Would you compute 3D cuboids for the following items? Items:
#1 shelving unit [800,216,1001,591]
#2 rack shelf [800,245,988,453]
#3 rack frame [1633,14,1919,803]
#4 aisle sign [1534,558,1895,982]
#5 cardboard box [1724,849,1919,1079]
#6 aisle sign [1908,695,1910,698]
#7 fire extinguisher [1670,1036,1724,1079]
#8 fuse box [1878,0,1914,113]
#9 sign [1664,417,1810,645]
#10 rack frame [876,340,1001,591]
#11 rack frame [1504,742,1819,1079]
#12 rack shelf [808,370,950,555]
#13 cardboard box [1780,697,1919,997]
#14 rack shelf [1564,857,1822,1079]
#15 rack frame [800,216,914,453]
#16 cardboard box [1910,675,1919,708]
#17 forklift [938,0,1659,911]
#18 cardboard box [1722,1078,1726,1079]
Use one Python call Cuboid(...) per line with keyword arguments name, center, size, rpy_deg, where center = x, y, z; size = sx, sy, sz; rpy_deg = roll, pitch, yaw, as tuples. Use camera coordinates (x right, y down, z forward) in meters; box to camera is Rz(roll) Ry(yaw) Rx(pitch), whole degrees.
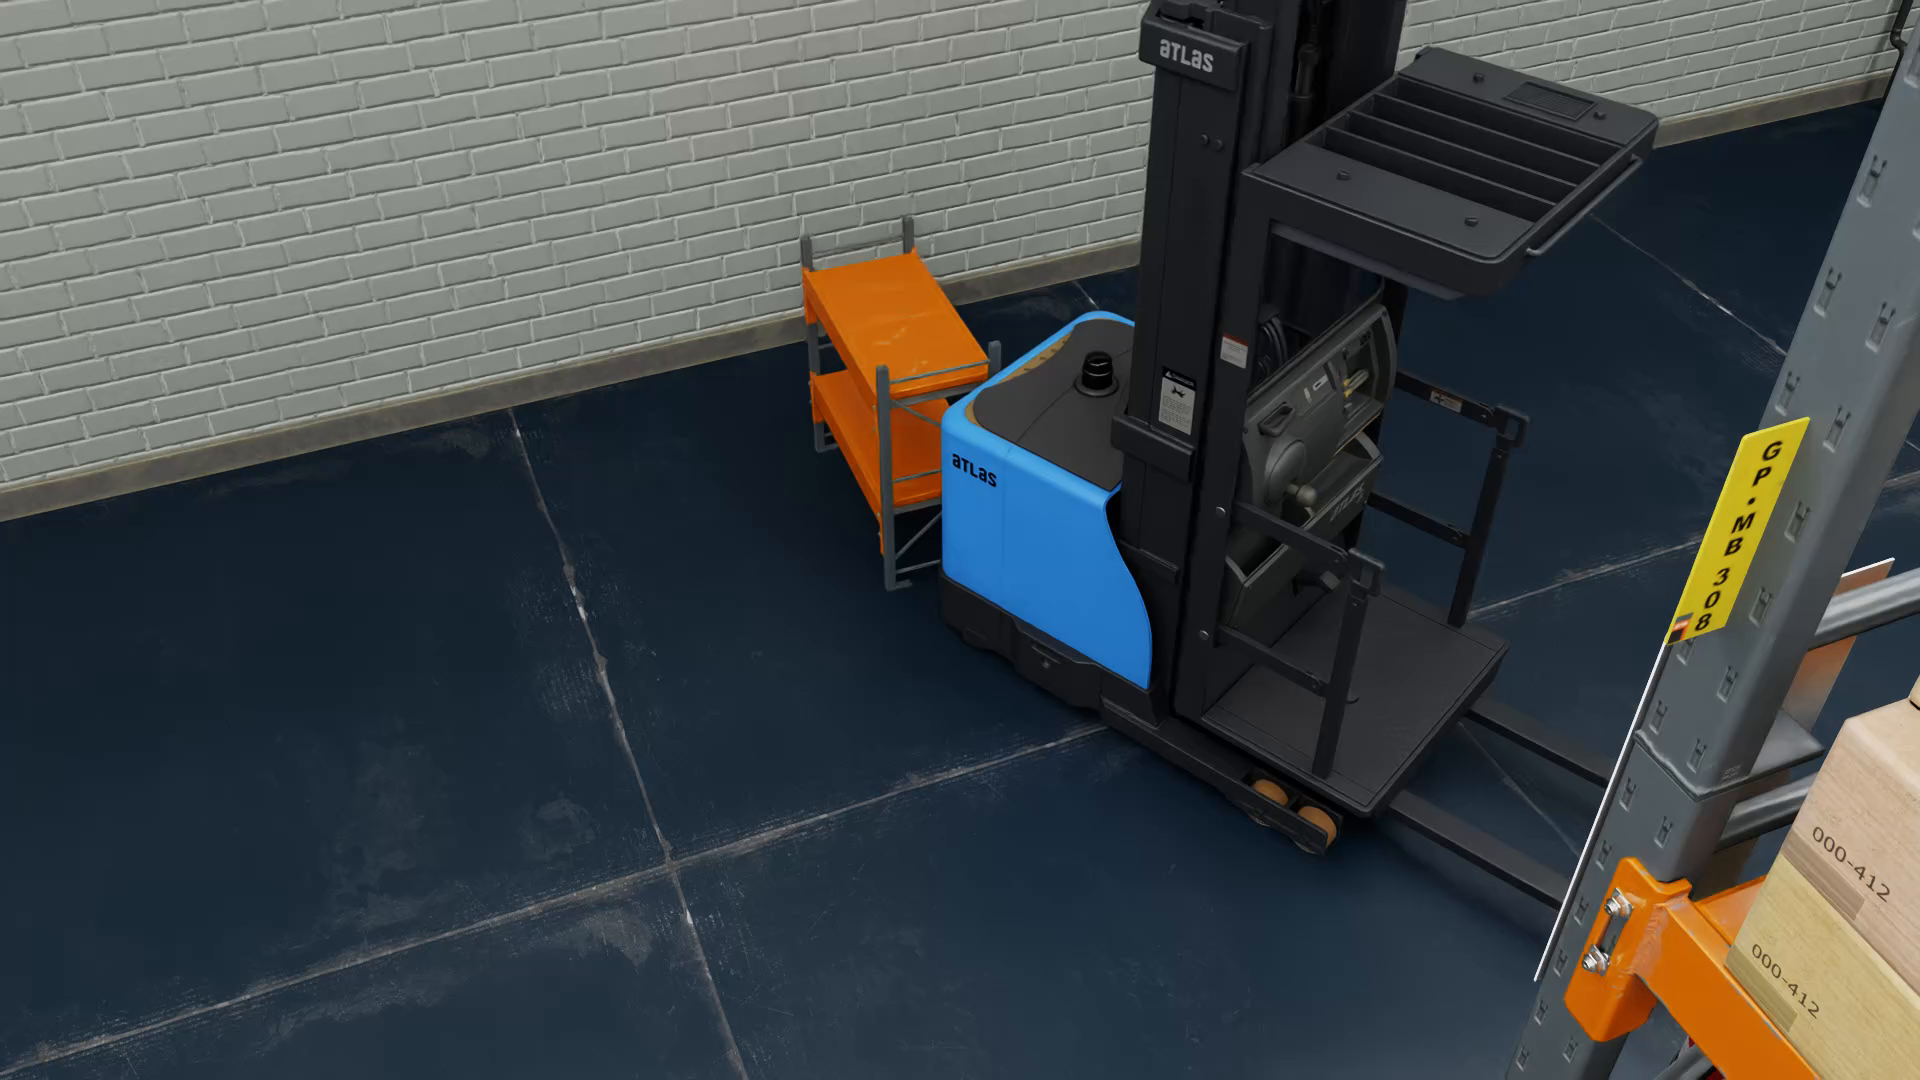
Cuboid(name="shelving unit", center=(-0.258, -0.589, 7.072), size=(0.538, 1.125, 1.048), rpy_deg=(-14, 43, -15))
Cuboid(name="rack shelf", center=(-0.258, -0.810, 6.881), size=(0.538, 0.278, 1.000), rpy_deg=(-14, 43, -15))
Cuboid(name="rack frame", center=(1.427, -0.946, 1.449), size=(1.000, 3.000, 0.127), rpy_deg=(-15, 43, -17))
Cuboid(name="aisle sign", center=(1.122, 0.374, 2.521), size=(0.394, 0.787, 0.004), rpy_deg=(-15, 43, -17))
Cuboid(name="cardboard box", center=(1.363, 0.582, 2.087), size=(0.500, 0.250, 0.500), rpy_deg=(-14, 43, -15))
Cuboid(name="aisle sign", center=(1.676, 0.224, 2.695), size=(0.394, 0.787, 0.004), rpy_deg=(-15, 43, -17))
Cuboid(name="fire extinguisher", center=(1.757, 1.232, 3.862), size=(0.296, 0.674, 0.183), rpy_deg=(-15, 43, -17))
Cuboid(name="fuse box", center=(5.779, -3.306, 9.782), size=(0.539, 1.711, 0.414), rpy_deg=(-15, 43, -17))
Cuboid(name="sign", center=(0.926, -0.005, 1.984), size=(0.100, 0.325, 0.005), rpy_deg=(-15, 43, -17))
Cuboid(name="rack frame", center=(-0.080, -0.278, 6.711), size=(0.500, 1.125, 0.032), rpy_deg=(-14, 43, -15))
Cuboid(name="rack frame", center=(1.427, 1.328, 3.405), size=(1.000, 3.000, 0.127), rpy_deg=(-15, 43, -17))
Cuboid(name="rack shelf", center=(-0.258, -0.403, 7.231), size=(0.538, 0.278, 1.000), rpy_deg=(-14, 43, -15))
Cuboid(name="cardboard box", center=(1.359, 0.394, 1.923), size=(0.500, 0.250, 0.500), rpy_deg=(-14, 43, -16))
Cuboid(name="rack shelf", center=(2.192, 1.669, 1.260), size=(1.077, 0.370, 4.000), rpy_deg=(-15, 43, -17))
Cuboid(name="rack frame", center=(-0.437, -0.899, 7.433), size=(0.500, 1.125, 0.032), rpy_deg=(-14, 43, -15))
Cuboid(name="cardboard box", center=(1.340, 0.159, 1.890), size=(0.380, 0.149, 0.250), rpy_deg=(-15, 43, -17))
Cuboid(name="forklift", center=(1.365, -0.386, 5.450), size=(3.031, 2.935, 1.130), rpy_deg=(29, 48, 29))
Cuboid(name="cardboard box", center=(1.353, 1.135, 2.558), size=(0.500, 0.500, 0.500), rpy_deg=(-15, 43, -17))
